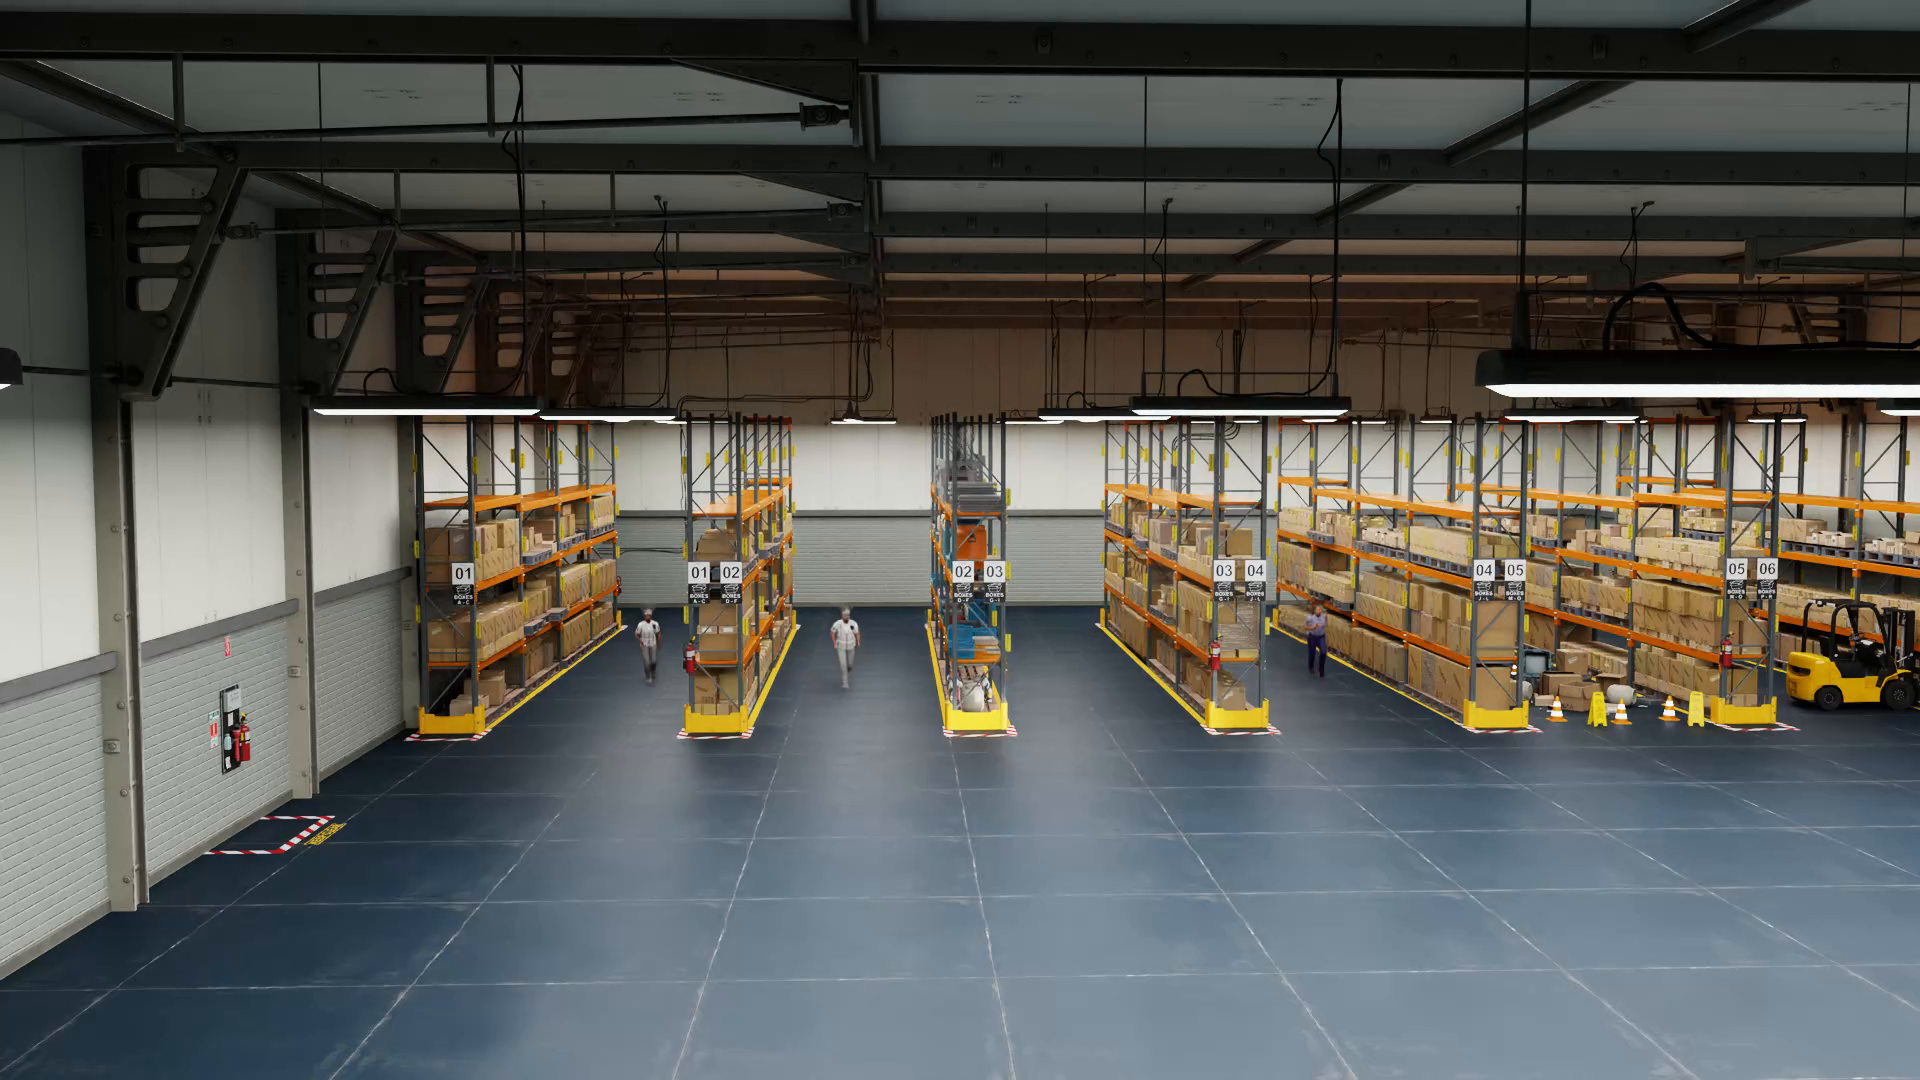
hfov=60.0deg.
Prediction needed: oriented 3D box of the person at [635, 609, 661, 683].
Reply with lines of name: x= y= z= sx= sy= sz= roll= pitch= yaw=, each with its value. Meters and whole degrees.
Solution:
person: x=-6.970 y=2.369 z=37.173 sx=0.591 sy=1.668 sz=0.534 roll=-1 pitch=4 yaw=-16

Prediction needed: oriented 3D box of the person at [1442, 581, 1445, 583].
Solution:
person: x=14.604 y=1.559 z=49.179 sx=0.854 sy=1.670 sz=0.590 roll=1 pitch=4 yaw=15

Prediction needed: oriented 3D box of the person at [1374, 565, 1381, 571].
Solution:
person: x=12.416 y=1.535 z=49.491 sx=0.873 sy=1.599 sz=0.530 roll=-1 pitch=4 yaw=-8

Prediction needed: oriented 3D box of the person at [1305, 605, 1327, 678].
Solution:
person: x=8.169 y=2.329 z=38.156 sx=0.587 sy=1.712 sz=0.837 roll=0 pitch=4 yaw=-2

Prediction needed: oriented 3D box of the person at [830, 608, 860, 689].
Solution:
person: x=-2.539 y=2.367 z=36.723 sx=0.641 sy=1.764 sz=0.841 roll=-1 pitch=4 yaw=-13
